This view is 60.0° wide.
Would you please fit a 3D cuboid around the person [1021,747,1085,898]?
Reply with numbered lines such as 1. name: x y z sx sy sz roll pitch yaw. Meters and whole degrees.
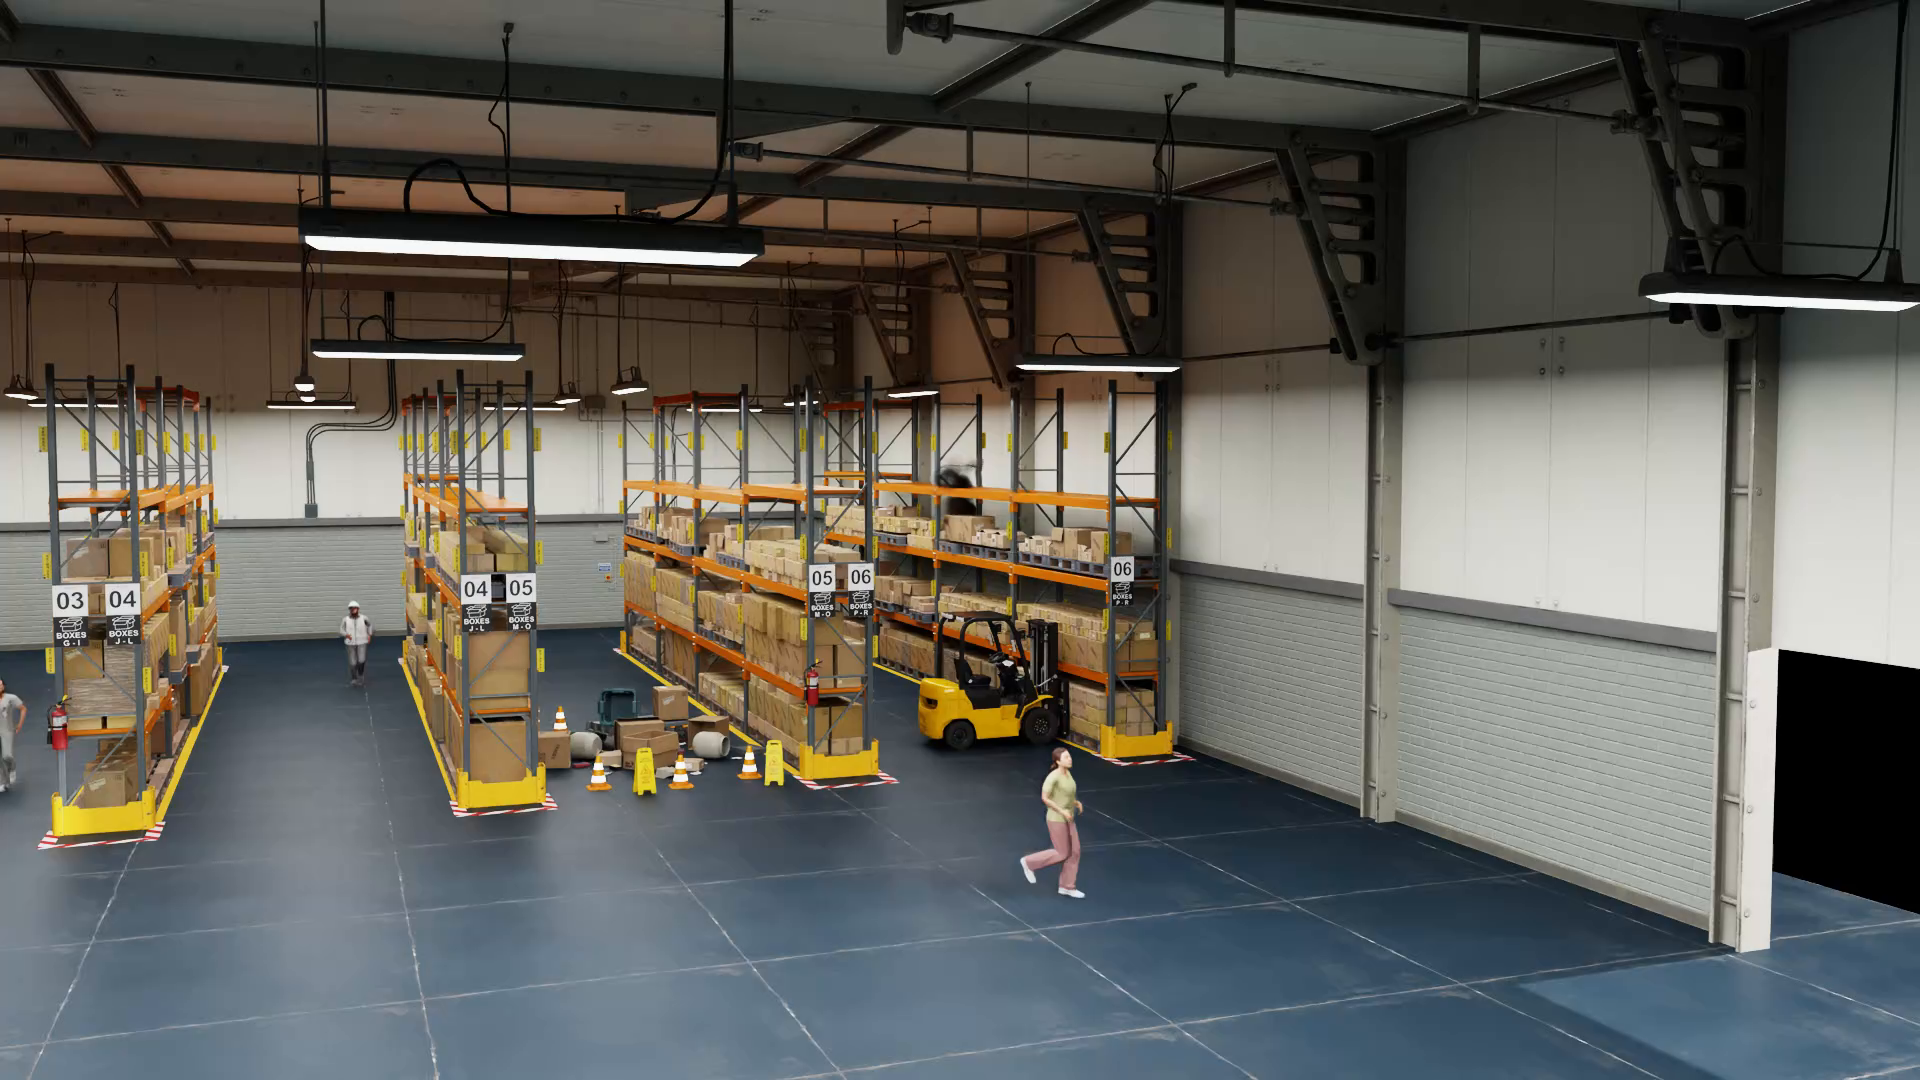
1. person: 1.071 3.113 18.480 0.722 1.652 0.584 2 4 30

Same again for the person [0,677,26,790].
1. person: -13.764 2.786 23.854 0.612 1.639 0.542 -1 4 -21

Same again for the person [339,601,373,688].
1. person: -12.370 2.139 34.071 0.659 1.770 0.667 -1 3 -16

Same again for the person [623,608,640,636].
1. person: -8.050 1.789 41.059 0.530 1.630 0.655 0 3 -4
